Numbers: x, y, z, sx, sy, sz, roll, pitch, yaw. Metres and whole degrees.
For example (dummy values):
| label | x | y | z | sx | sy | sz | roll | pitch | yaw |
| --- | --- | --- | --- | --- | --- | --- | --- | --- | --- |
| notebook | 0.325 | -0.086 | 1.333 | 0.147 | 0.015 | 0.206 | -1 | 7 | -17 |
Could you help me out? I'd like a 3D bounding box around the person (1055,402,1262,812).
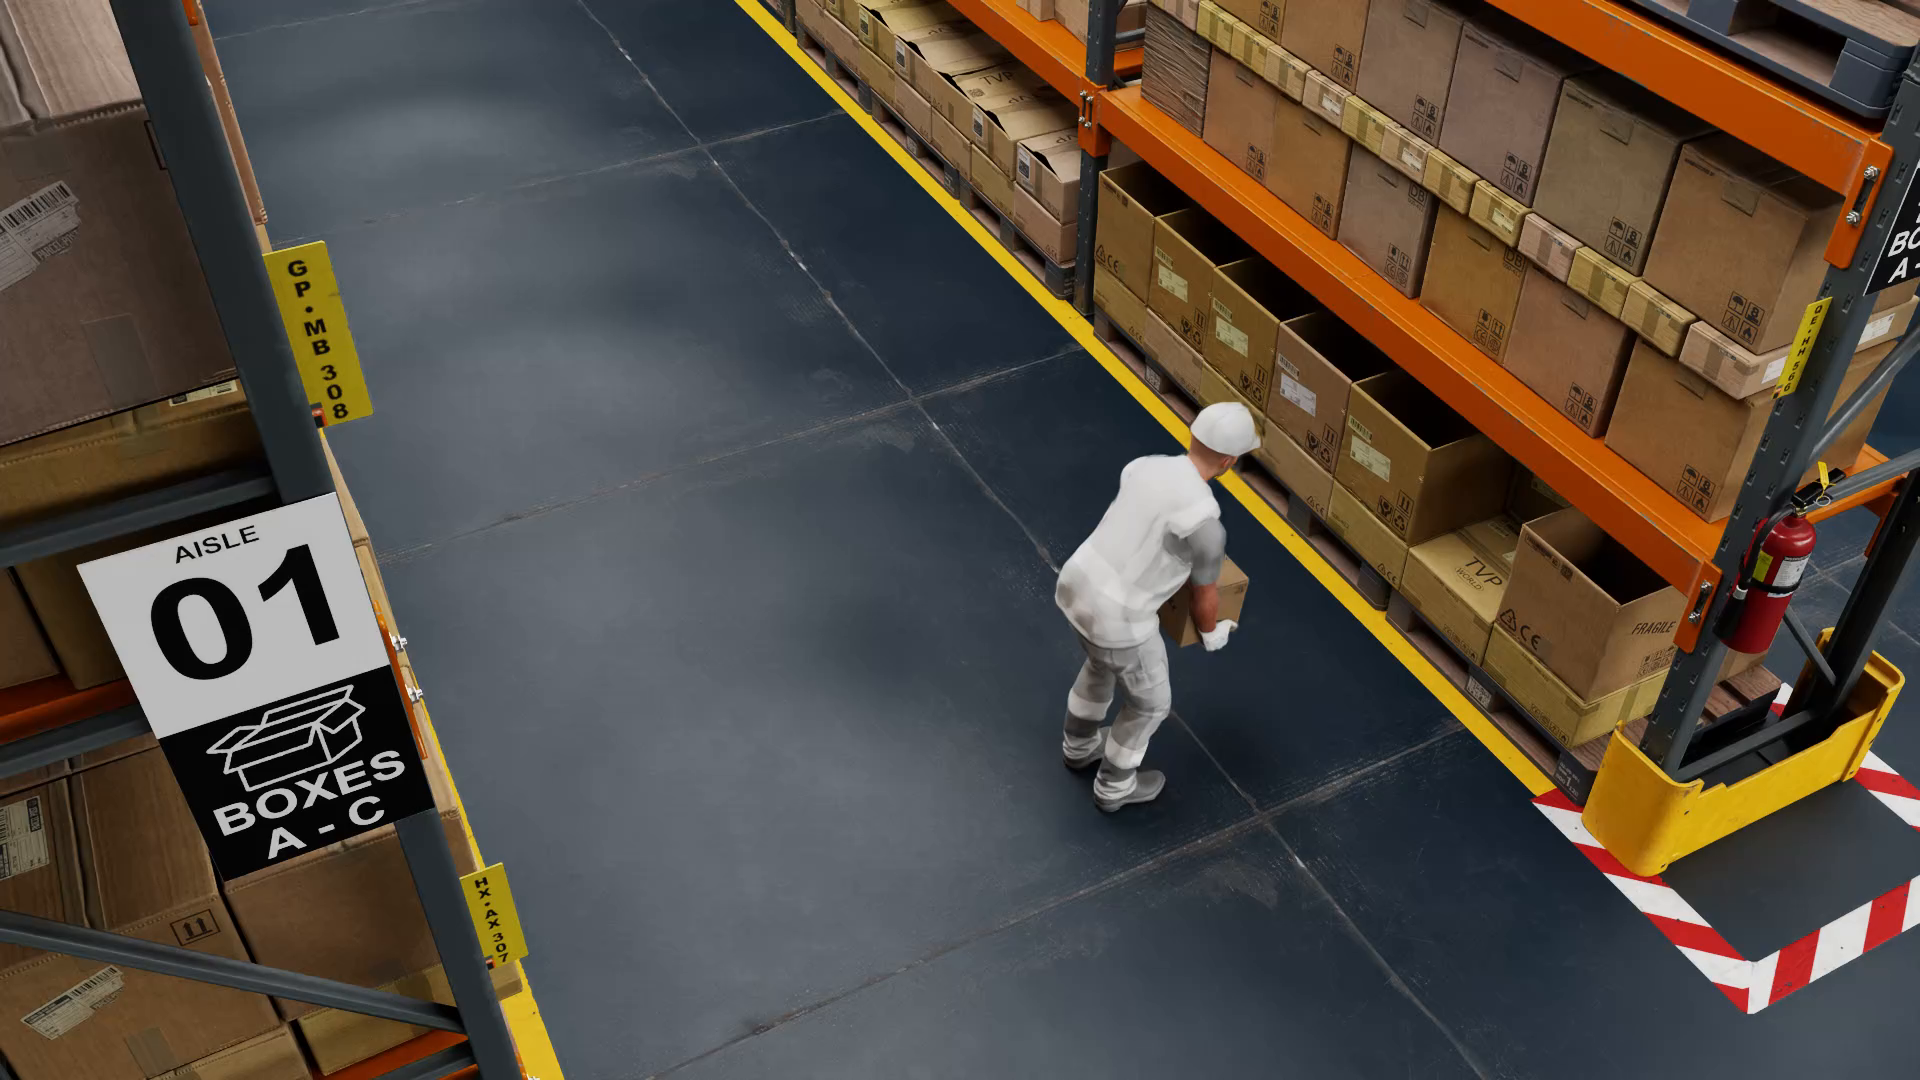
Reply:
| label | x | y | z | sx | sy | sz | roll | pitch | yaw |
| --- | --- | --- | --- | --- | --- | --- | --- | --- | --- |
| person | 0.702 | 0.242 | 5.981 | 0.739 | 1.628 | 0.492 | -20 | 45 | -21 |
